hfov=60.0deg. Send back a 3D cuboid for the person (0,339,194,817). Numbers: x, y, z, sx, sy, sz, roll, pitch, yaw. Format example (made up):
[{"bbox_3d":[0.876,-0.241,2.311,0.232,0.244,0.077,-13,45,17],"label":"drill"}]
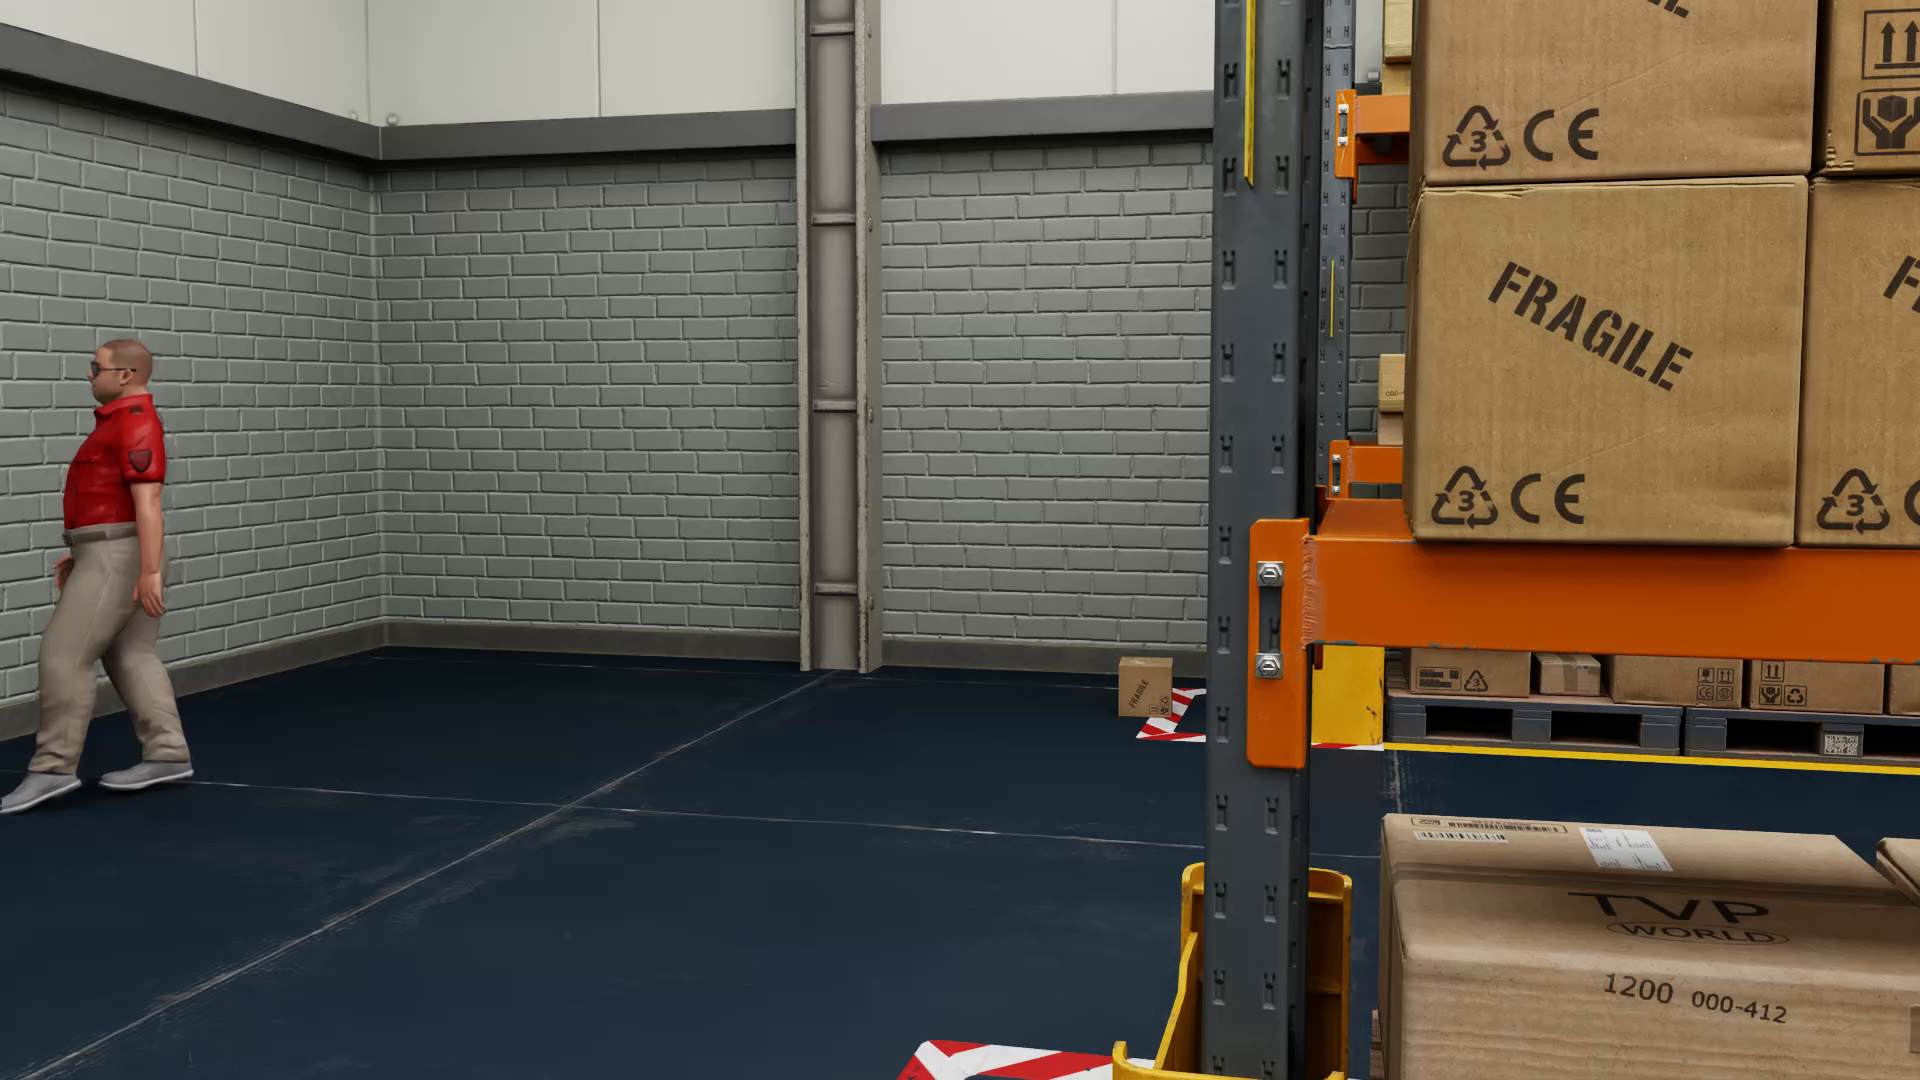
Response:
[{"bbox_3d":[-3.292,0.115,6.253,0.685,1.736,0.585,-2,5,-21],"label":"person"}]
